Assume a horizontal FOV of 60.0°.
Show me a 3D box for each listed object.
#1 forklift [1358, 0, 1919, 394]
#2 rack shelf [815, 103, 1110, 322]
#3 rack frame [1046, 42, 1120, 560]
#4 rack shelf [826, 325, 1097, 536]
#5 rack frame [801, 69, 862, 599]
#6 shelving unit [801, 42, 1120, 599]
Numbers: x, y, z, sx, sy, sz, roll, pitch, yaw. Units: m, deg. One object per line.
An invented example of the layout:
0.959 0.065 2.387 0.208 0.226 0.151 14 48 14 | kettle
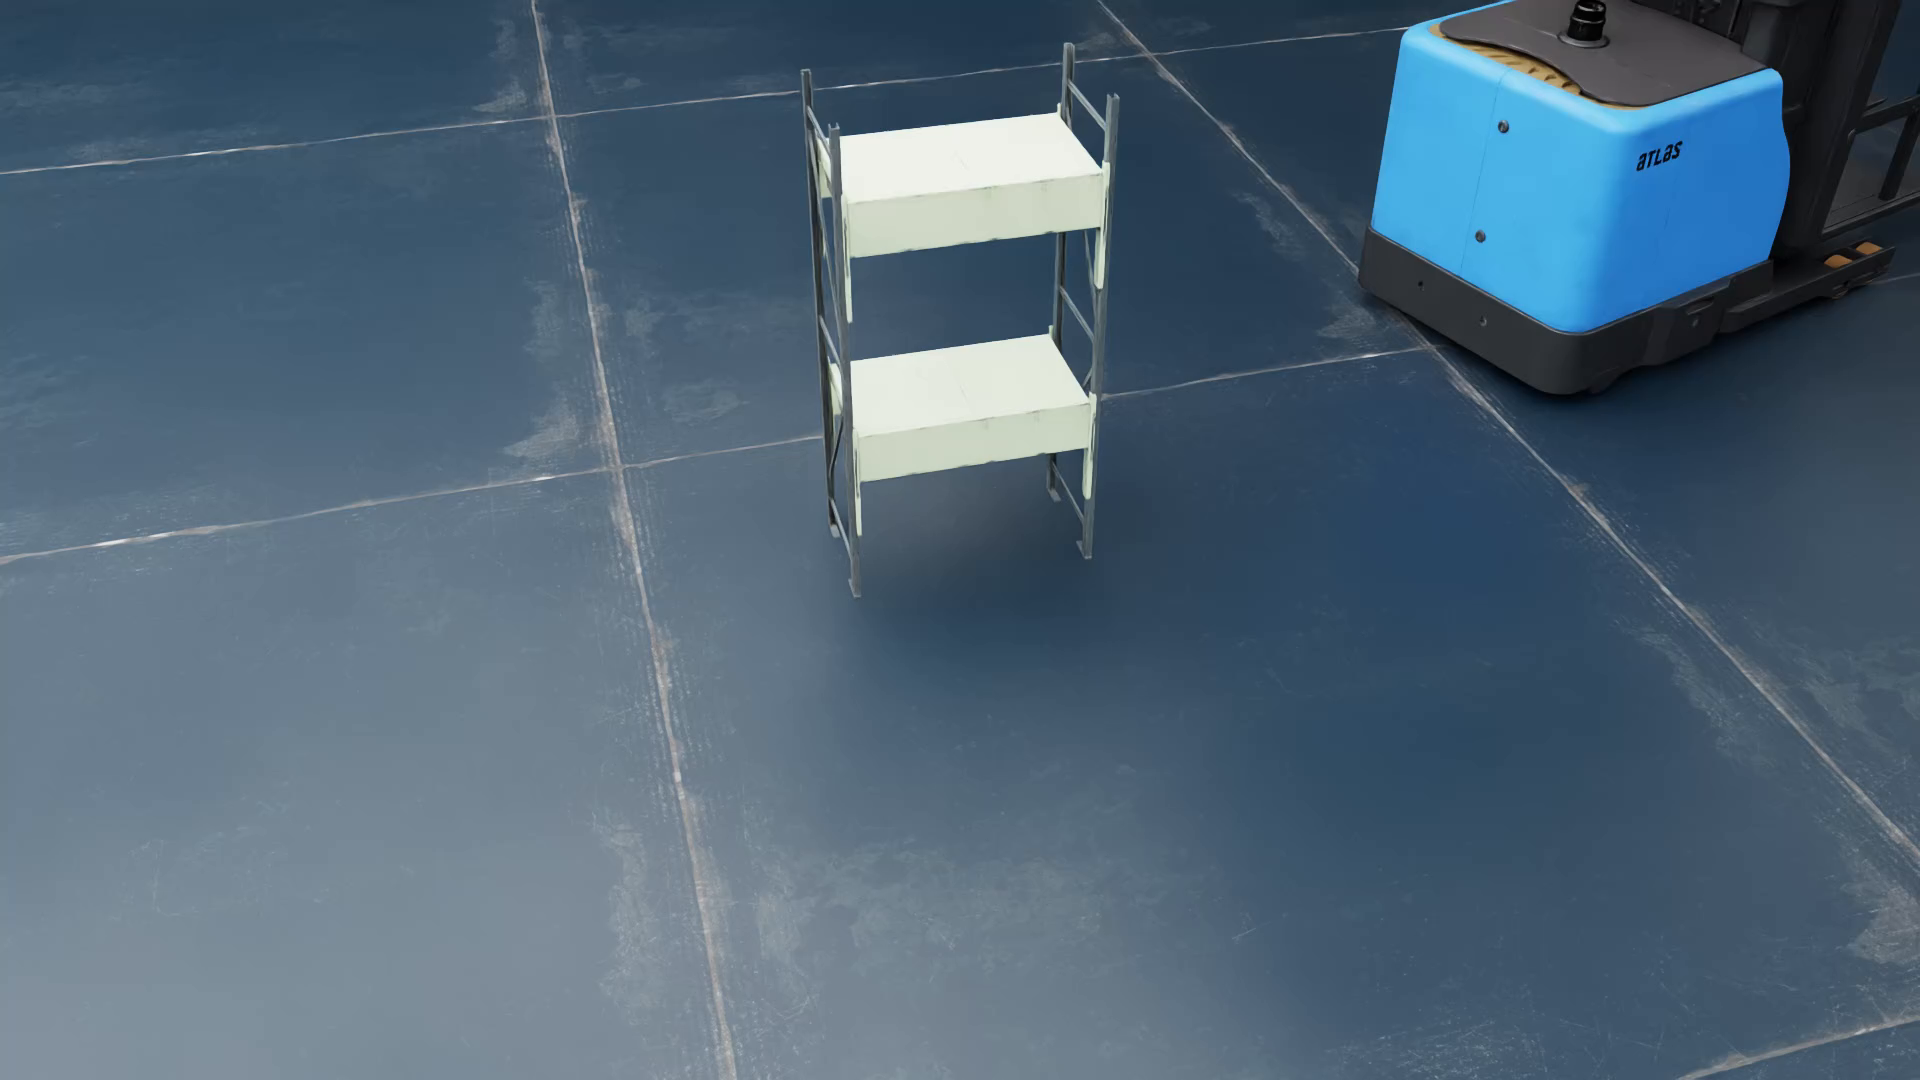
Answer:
3.059 -2.352 5.912 3.031 2.935 1.130 -21 42 -25 | forklift
-0.006 -0.905 4.556 0.720 0.370 0.431 -9 38 -12 | rack shelf
0.347 -0.653 4.869 0.023 1.500 0.400 -9 38 -12 | rack frame
-0.006 -0.336 4.991 0.720 0.370 0.431 -9 38 -12 | rack shelf
-0.360 -0.537 4.717 0.023 1.500 0.400 -9 38 -12 | rack frame
-0.006 -0.595 4.793 0.755 1.500 0.431 -9 38 -12 | shelving unit
